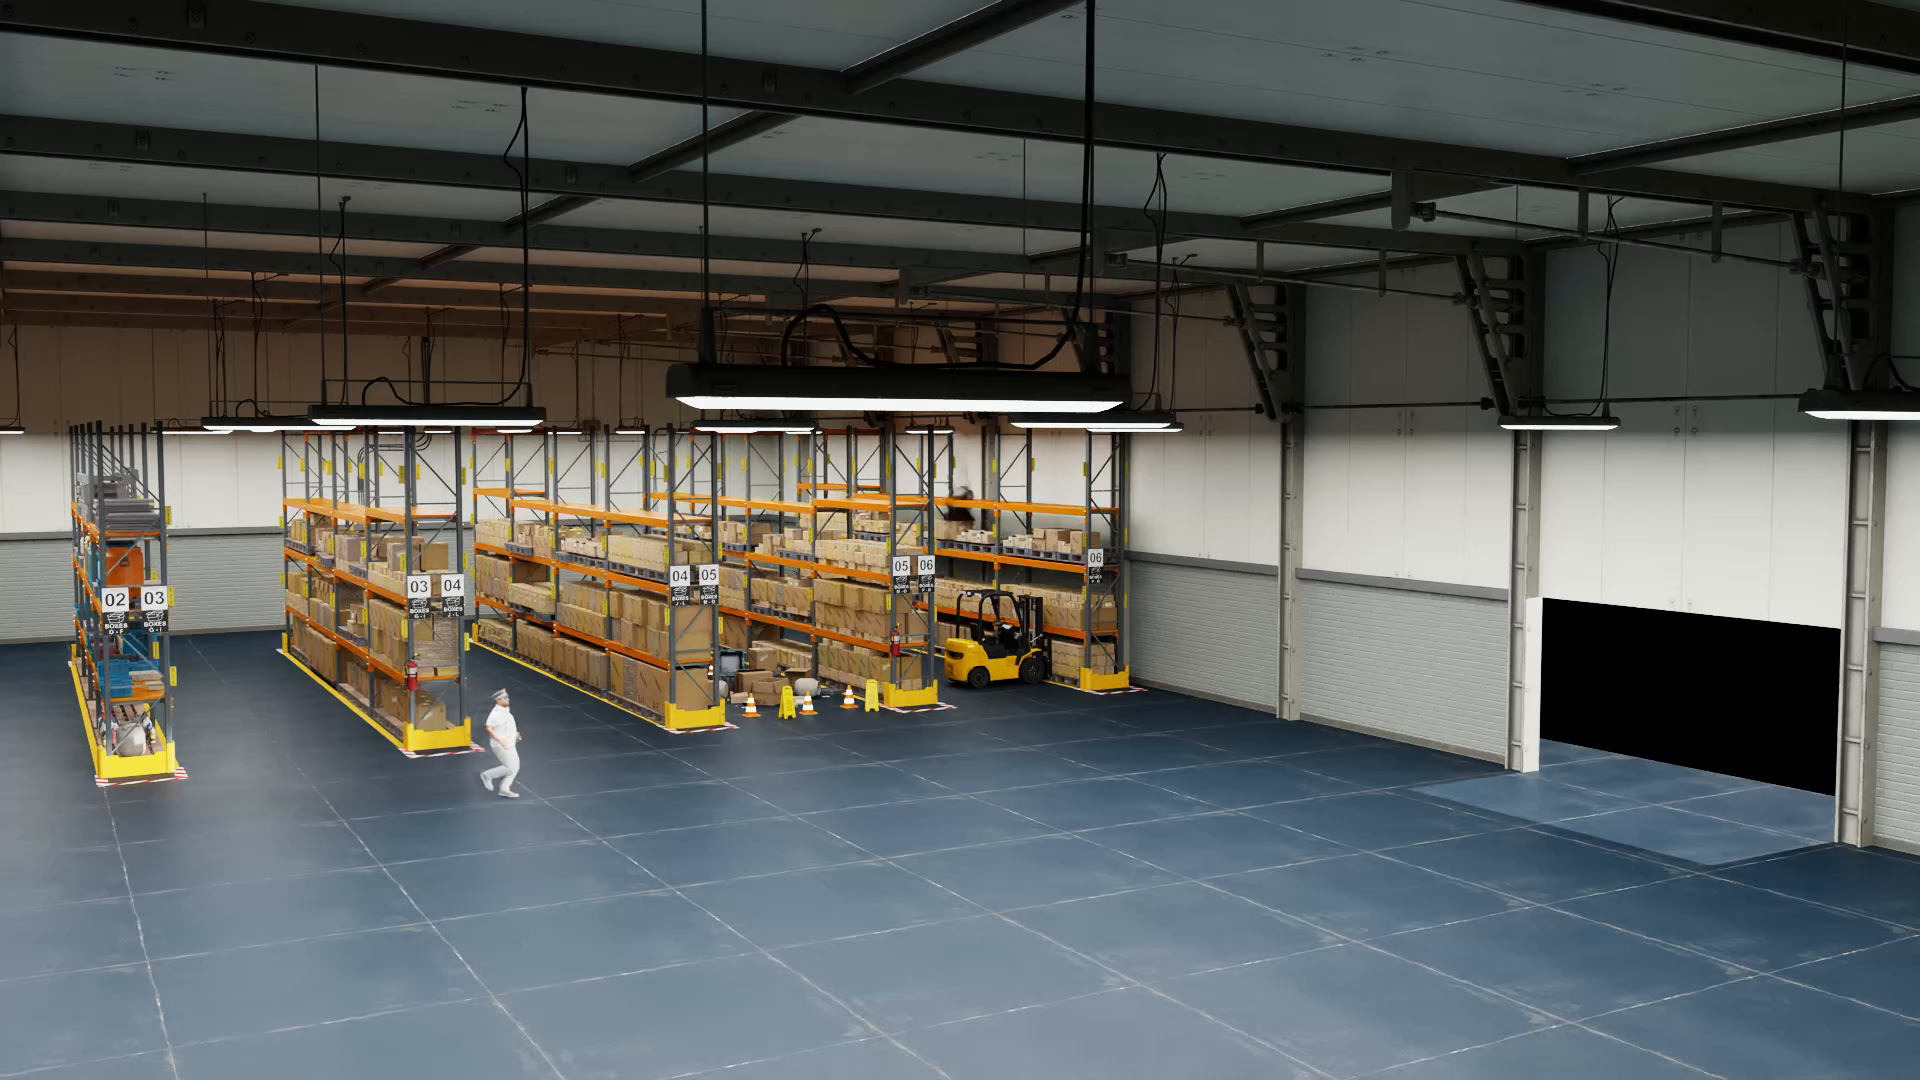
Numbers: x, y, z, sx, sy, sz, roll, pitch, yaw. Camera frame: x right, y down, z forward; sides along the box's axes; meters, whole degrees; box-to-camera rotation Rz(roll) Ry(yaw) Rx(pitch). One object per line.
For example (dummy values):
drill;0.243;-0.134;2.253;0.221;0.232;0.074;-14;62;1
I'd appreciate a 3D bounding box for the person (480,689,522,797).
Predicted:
person;-7.302;3.230;26.453;0.598;1.745;0.672;0;4;1

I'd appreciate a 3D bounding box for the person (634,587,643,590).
person;-9.604;1.751;50.370;0.862;1.712;0.655;-1;4;-14

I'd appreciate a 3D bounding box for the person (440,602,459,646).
person;-13.304;2.119;43.512;0.665;1.774;0.941;-2;4;-30
